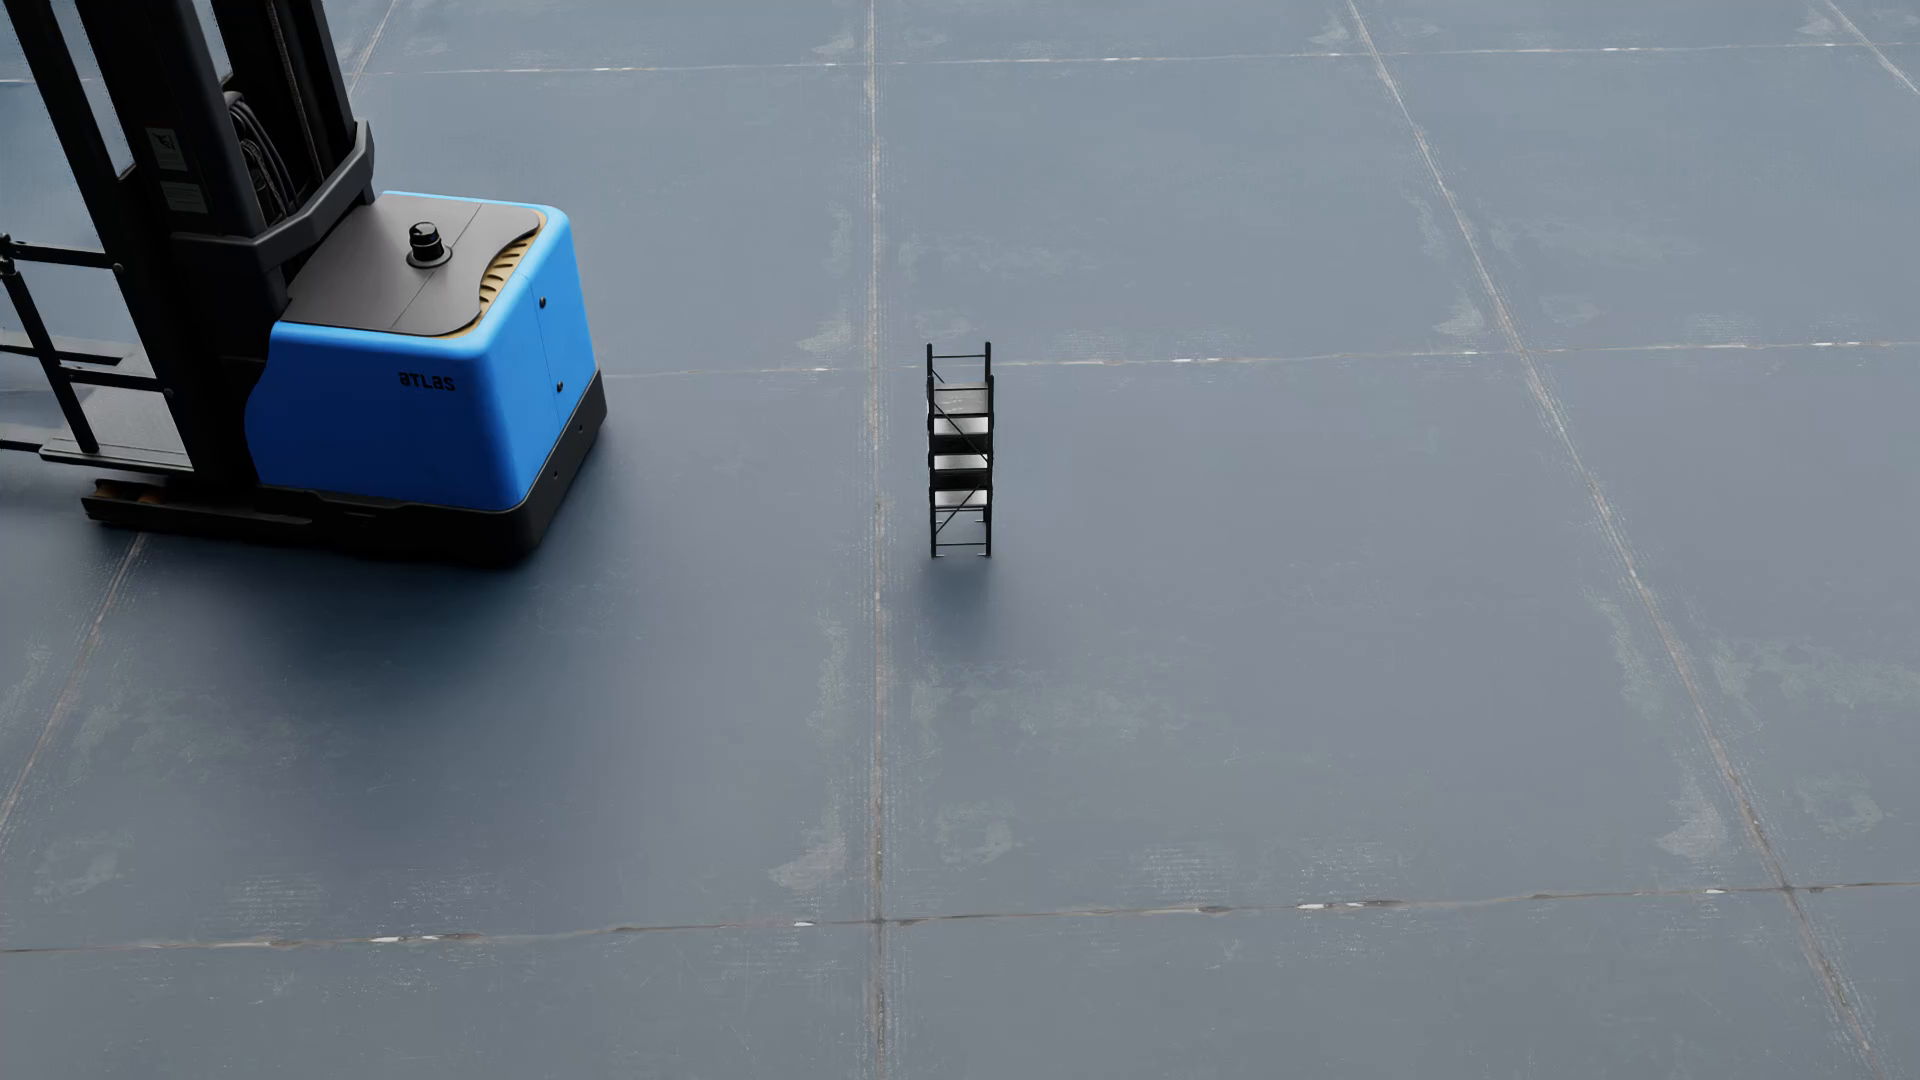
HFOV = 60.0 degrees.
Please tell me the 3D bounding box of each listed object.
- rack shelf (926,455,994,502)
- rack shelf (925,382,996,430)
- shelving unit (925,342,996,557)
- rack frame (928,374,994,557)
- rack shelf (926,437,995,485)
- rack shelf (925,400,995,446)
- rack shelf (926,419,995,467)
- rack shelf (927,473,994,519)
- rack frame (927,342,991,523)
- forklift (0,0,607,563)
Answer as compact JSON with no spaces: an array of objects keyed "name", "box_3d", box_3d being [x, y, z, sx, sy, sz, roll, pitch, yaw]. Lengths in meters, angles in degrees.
[{"name":"rack shelf","box_3d":[0.000,-0.246,6.535,0.258,0.077,0.200,-2,43,-2]},{"name":"rack shelf","box_3d":[0.000,-0.512,6.292,0.258,0.077,0.200,-2,43,-2]},{"name":"shelving unit","box_3d":[0.000,-0.337,6.452,0.258,0.900,0.210,-2,43,-2]},{"name":"rack frame","box_3d":[0.004,-0.269,6.377,0.240,0.900,0.006,-2,43,-2]},{"name":"rack shelf","box_3d":[0.000,-0.313,6.474,0.258,0.077,0.200,-2,43,-2]},{"name":"rack shelf","box_3d":[0.000,-0.445,6.353,0.258,0.077,0.200,-2,43,-2]},{"name":"rack shelf","box_3d":[0.000,-0.379,6.414,0.258,0.077,0.200,-2,43,-2]},{"name":"rack shelf","box_3d":[0.000,-0.180,6.596,0.258,0.077,0.200,-2,43,-2]},{"name":"rack frame","box_3d":[-0.005,-0.406,6.527,0.240,0.900,0.006,-2,43,-2]},{"name":"forklift","box_3d":[-3.103,-1.466,6.181,3.031,2.935,1.130,7,43,7]}]
